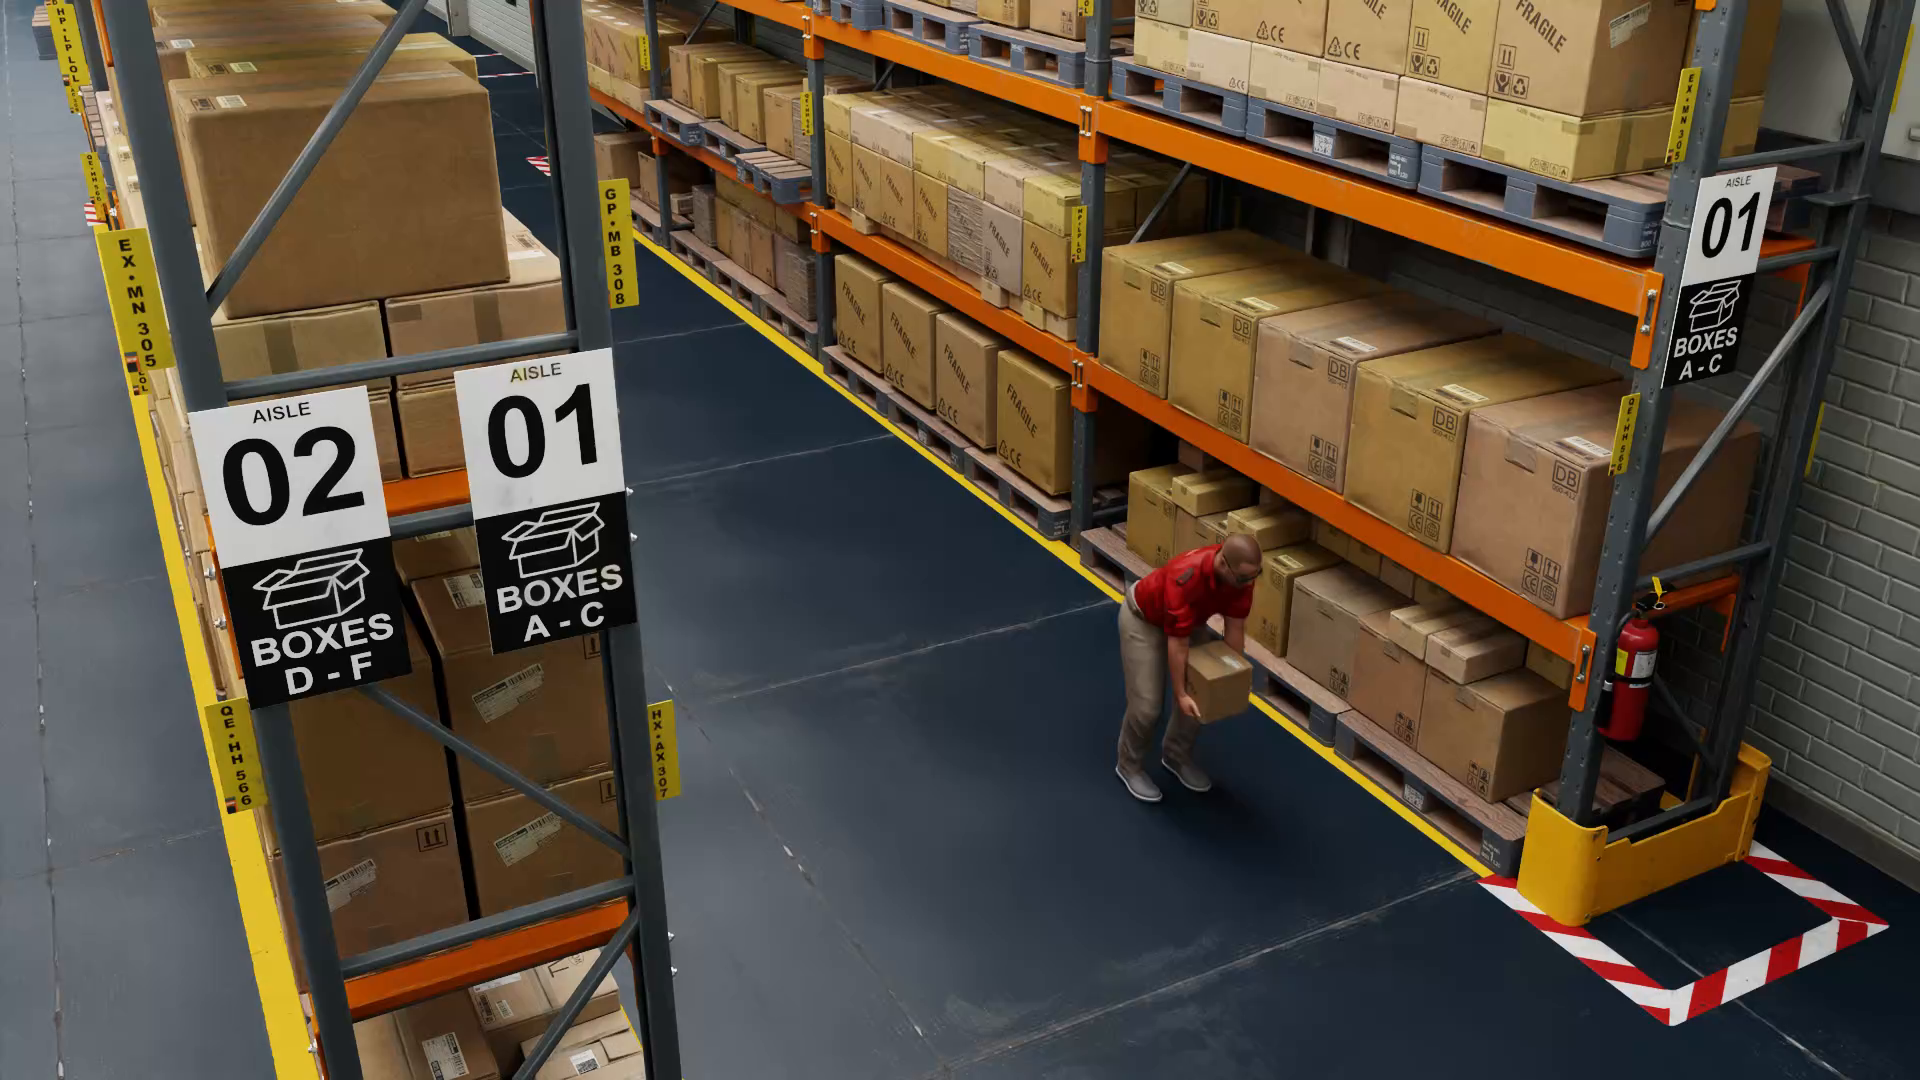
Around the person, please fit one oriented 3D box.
[{"bbox_3d":[1.076,0.564,7.719,0.488,1.496,0.742,-14,29,-26],"label":"person"}]
